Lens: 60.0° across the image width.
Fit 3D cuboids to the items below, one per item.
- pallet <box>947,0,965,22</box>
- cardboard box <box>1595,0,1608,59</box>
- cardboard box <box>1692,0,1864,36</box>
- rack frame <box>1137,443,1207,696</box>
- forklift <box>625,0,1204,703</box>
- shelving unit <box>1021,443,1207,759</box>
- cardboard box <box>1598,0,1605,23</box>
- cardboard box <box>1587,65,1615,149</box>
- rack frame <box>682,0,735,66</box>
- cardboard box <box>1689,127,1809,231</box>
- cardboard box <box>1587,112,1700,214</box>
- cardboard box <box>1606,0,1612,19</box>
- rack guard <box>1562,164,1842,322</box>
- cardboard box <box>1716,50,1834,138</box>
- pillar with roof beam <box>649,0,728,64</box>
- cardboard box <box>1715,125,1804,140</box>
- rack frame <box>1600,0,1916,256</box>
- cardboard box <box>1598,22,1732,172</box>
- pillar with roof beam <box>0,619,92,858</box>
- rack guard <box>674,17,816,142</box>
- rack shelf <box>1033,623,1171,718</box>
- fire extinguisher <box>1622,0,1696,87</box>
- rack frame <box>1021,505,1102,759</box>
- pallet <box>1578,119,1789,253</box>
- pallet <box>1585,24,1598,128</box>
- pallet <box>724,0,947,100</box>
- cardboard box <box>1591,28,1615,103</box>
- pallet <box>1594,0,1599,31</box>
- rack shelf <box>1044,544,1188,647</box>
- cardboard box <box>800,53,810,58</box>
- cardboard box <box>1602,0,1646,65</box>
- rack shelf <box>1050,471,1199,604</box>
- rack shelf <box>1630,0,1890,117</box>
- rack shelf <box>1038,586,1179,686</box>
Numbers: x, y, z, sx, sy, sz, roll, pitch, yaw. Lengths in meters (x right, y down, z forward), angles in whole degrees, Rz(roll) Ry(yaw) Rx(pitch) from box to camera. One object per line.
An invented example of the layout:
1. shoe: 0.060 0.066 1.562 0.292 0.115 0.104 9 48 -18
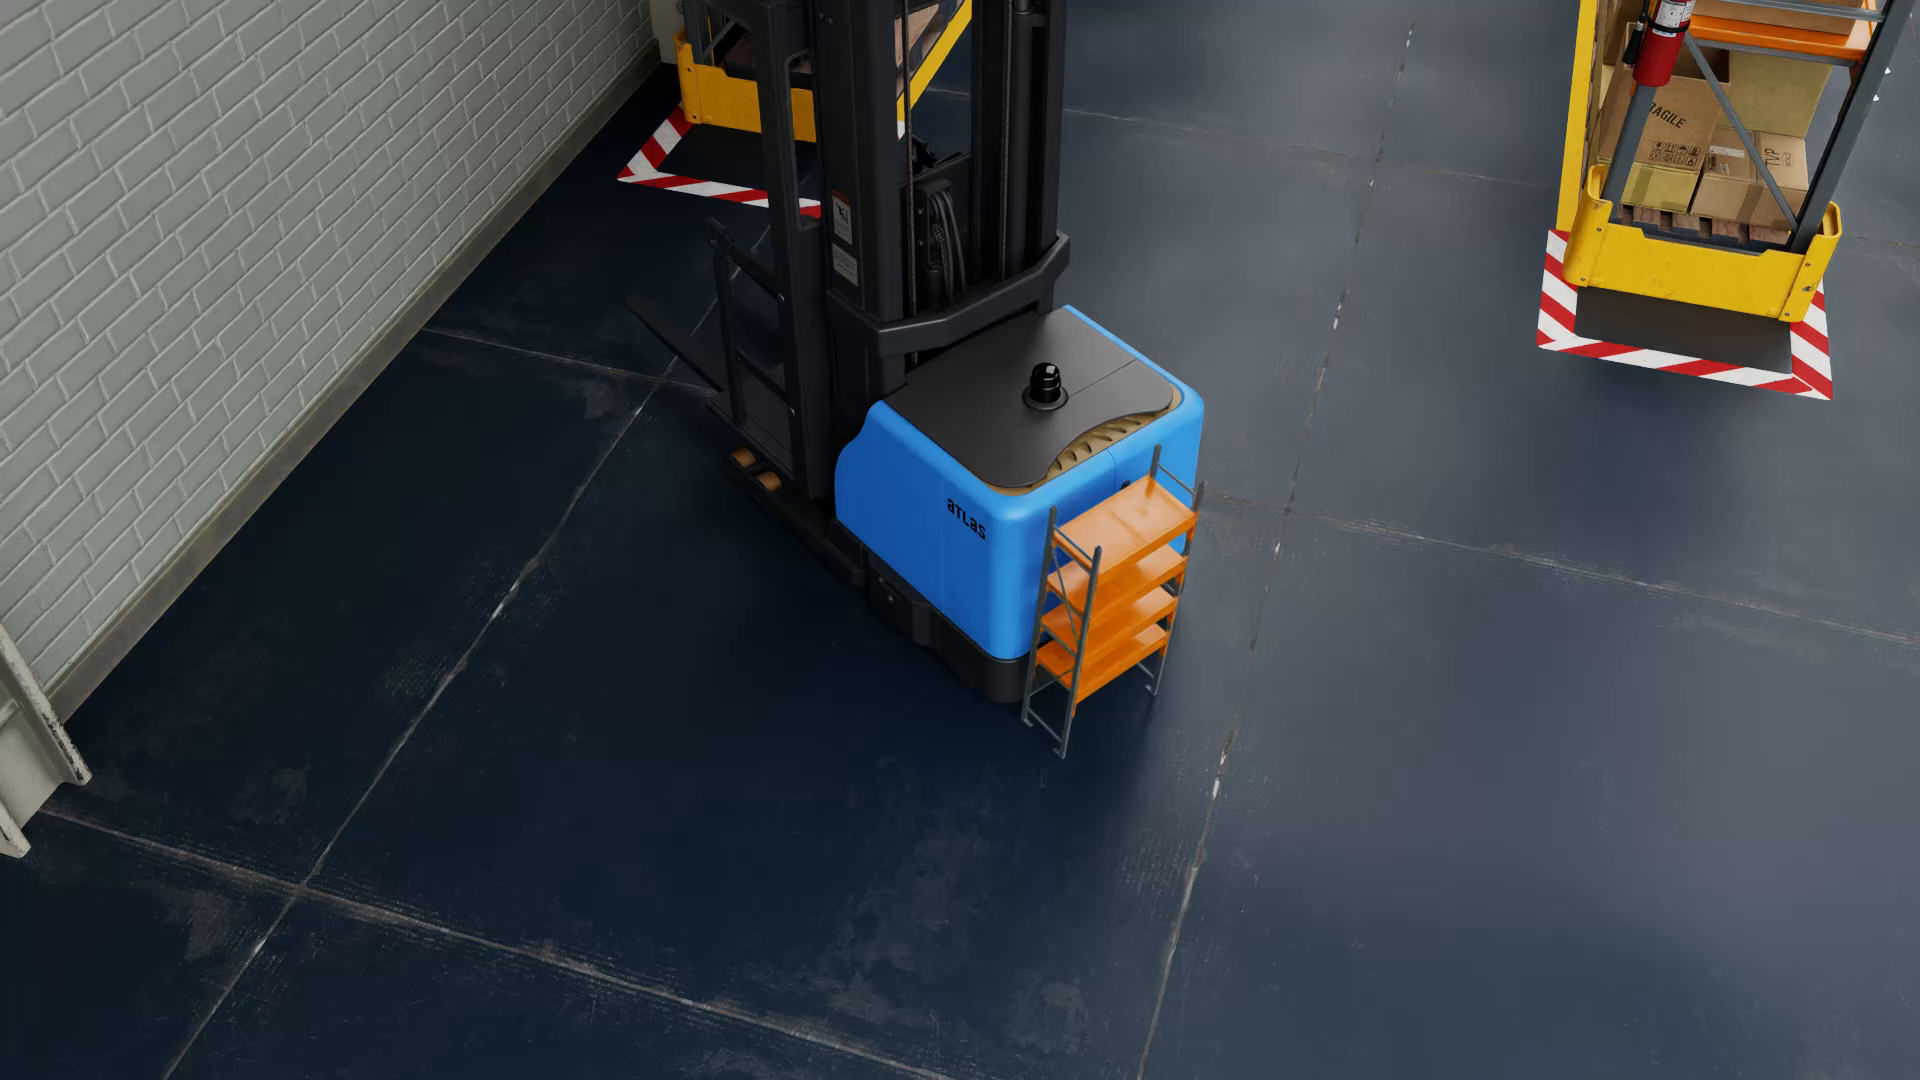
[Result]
1. pallet: -0.359 -3.840 10.922 1.003 0.211 1.213 13 46 13
2. cardboard box: 4.013 -2.984 9.720 0.500 0.250 0.500 13 46 13
3. cardboard box: 3.843 -2.739 7.732 0.700 0.500 0.500 13 46 13
4. rack frame: 0.723 0.138 6.136 0.015 1.200 0.240 -30 57 -27
5. forklift: -0.399 -1.386 6.470 1.130 2.935 3.031 -30 52 -27
6. shelving unit: 0.536 0.247 6.024 0.503 1.200 0.258 -30 57 -27
7. cardboard box: 4.158 -3.319 10.062 0.500 0.250 0.500 13 46 13
8. cardboard box: 3.710 -2.318 9.039 0.500 0.250 0.500 13 46 13
9. rack frame: -1.033 -3.441 8.521 1.000 3.000 0.127 13 46 13
10. cardboard box: 4.063 -1.872 8.583 0.500 0.250 0.500 13 46 13
11. cardboard box: 3.570 -1.982 8.696 0.500 0.250 0.500 13 46 13
12. cardboard box: 4.009 -3.253 9.458 0.500 0.500 0.500 13 46 13
13. rack guard: 3.682 -1.485 8.309 1.175 0.500 0.348 13 46 13
14. cardboard box: 4.213 -2.474 8.662 0.500 0.500 0.500 13 46 13
15. pillar with roof beam: 2.457 -5.324 6.155 9.100 9.000 0.400 13 46 13
16. cardboard box: 4.211 -2.206 8.925 0.500 0.250 0.500 13 46 13
17. rack frame: 3.689 -2.395 7.451 1.000 3.000 0.127 13 46 13
18. cardboard box: 3.568 -2.251 8.434 0.500 0.500 0.500 13 46 13
19. pillar with roof beam: 0.640 -1.324 2.068 9.100 9.000 0.400 13 46 13
20. rack guard: -1.010 -2.599 9.447 1.175 0.500 0.348 13 46 13
21. rack shelf: 0.521 0.424 6.222 0.480 0.148 0.258 -30 57 -27
22. fire extinguisher: 3.210 -2.387 7.499 0.296 0.674 0.183 13 46 13
23. rack frame: 0.349 0.357 5.912 0.015 1.200 0.240 -30 57 -27
24. pallet: 3.881 -1.917 8.957 1.003 0.211 1.213 13 46 13
25. pallet: 4.252 -2.727 9.785 1.003 0.211 1.213 13 46 13
26. pallet: -0.731 -3.029 10.094 1.003 0.211 1.213 13 46 13
27. cardboard box: 3.859 -2.652 9.380 0.500 0.250 0.500 13 46 13
28. pallet: 4.620 -3.543 10.619 1.003 0.211 1.213 13 46 13
29. rack shelf: 0.544 0.143 5.907 0.480 0.148 0.258 -30 57 -27
30. cardboard box: -0.738 -3.080 9.759 0.500 0.311 0.500 8 45 8
31. cardboard box: 3.857 -2.920 9.118 0.500 0.500 0.500 13 46 13
32. rack shelf: 0.557 -0.014 5.731 0.480 0.148 0.258 -30 57 -27
33. rack shelf: 4.295 -3.471 9.065 1.077 0.370 4.000 13 46 13
34. rack shelf: 0.532 0.292 6.074 0.480 0.148 0.258 -30 57 -27
